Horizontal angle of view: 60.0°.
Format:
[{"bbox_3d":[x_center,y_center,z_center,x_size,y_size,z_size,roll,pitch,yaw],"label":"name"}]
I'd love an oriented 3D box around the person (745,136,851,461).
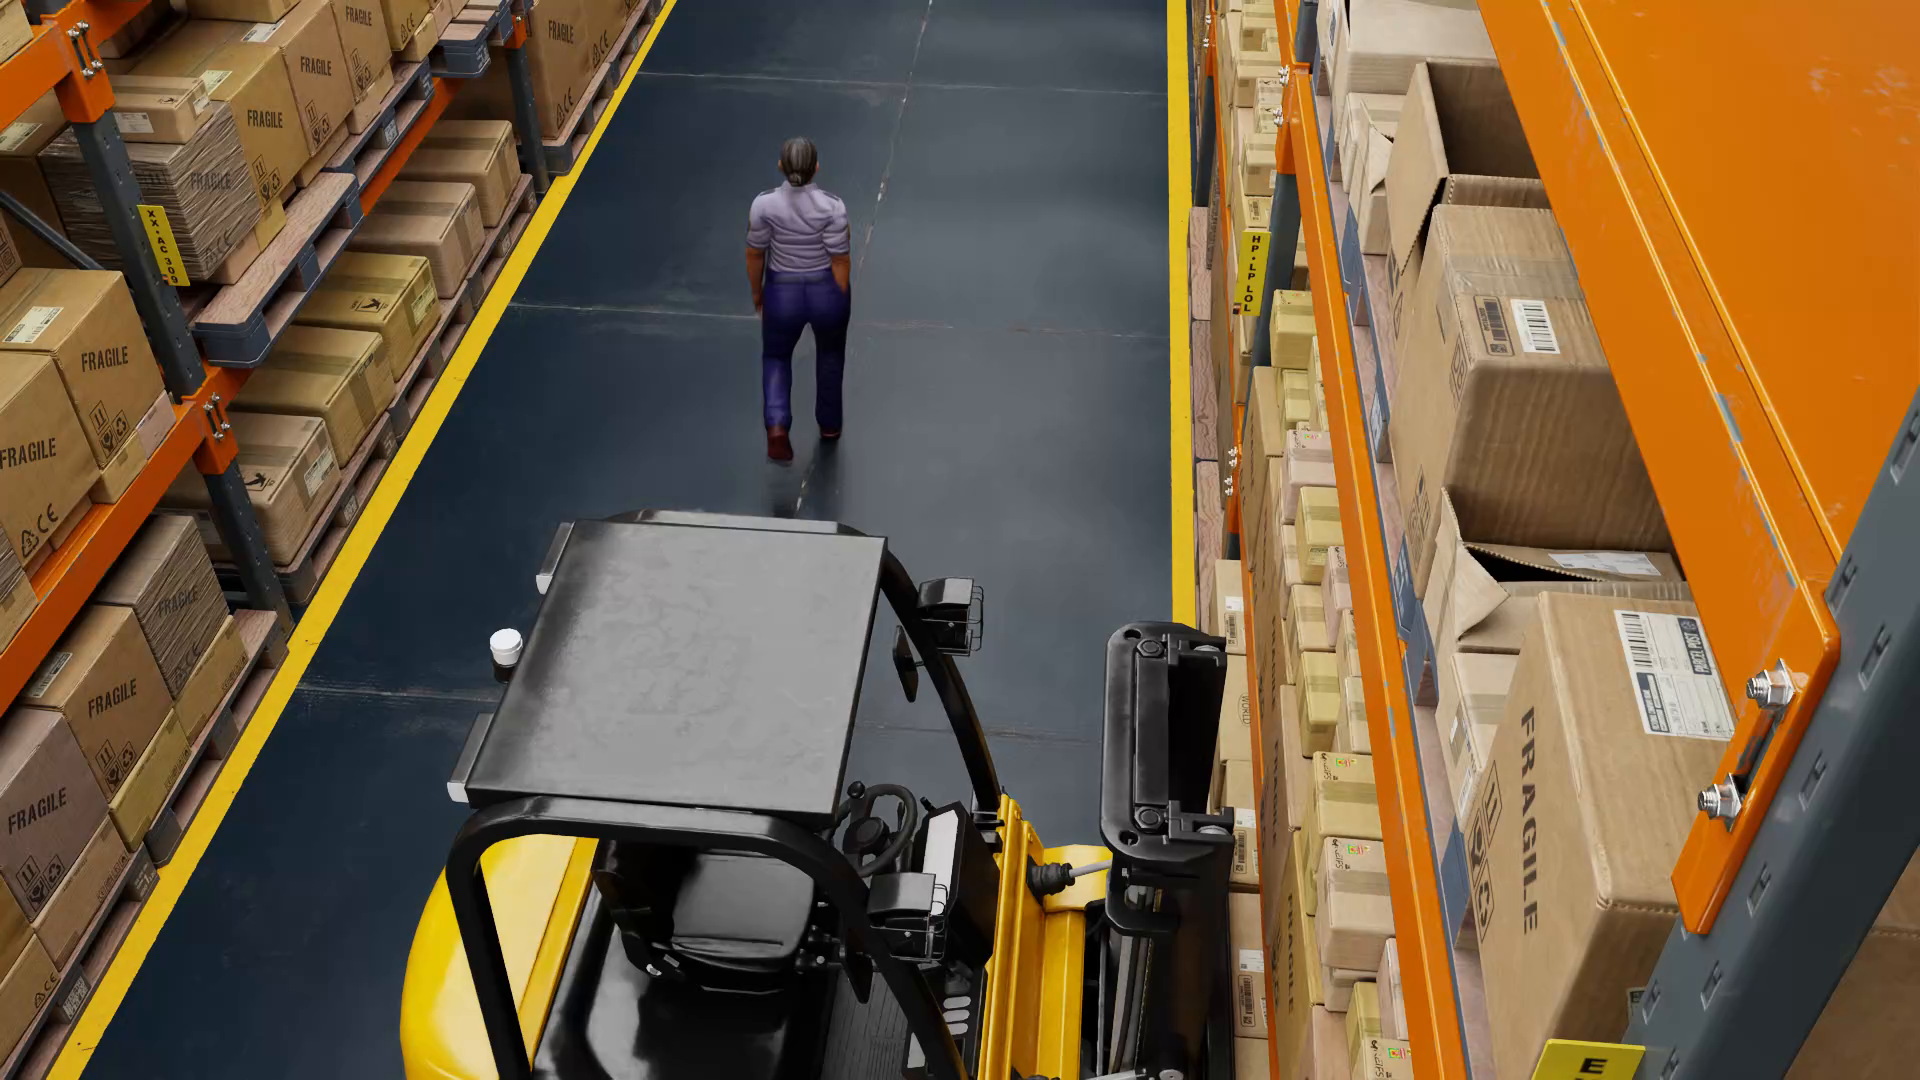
[{"bbox_3d":[-0.736,-1.082,7.713,0.484,1.628,0.683,-2,40,-2],"label":"person"}]
